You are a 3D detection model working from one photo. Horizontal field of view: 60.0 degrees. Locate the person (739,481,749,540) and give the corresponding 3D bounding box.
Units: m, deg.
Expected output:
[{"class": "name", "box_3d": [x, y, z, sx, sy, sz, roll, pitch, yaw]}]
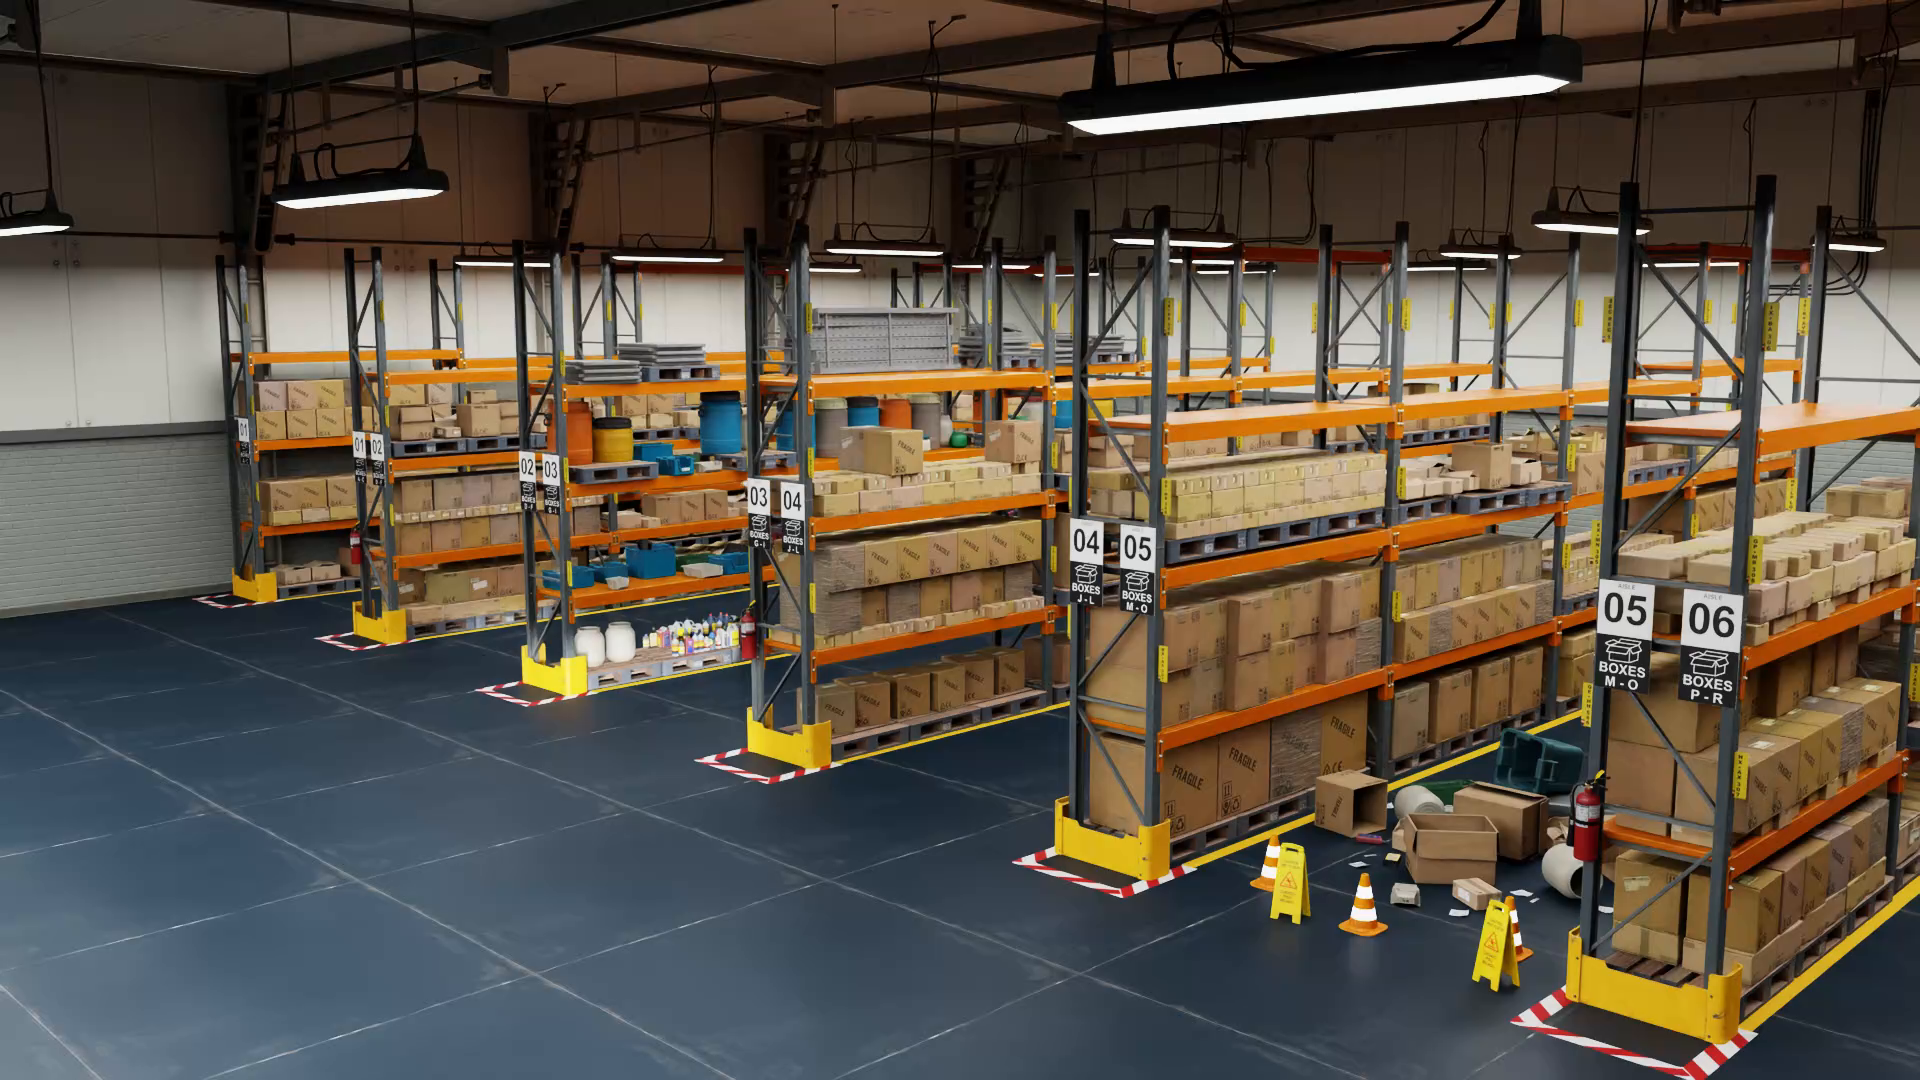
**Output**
[{"class": "person", "box_3d": [-4.071, -0.358, 32.978, 0.655, 1.745, 0.670, 6, 10, 38]}]
